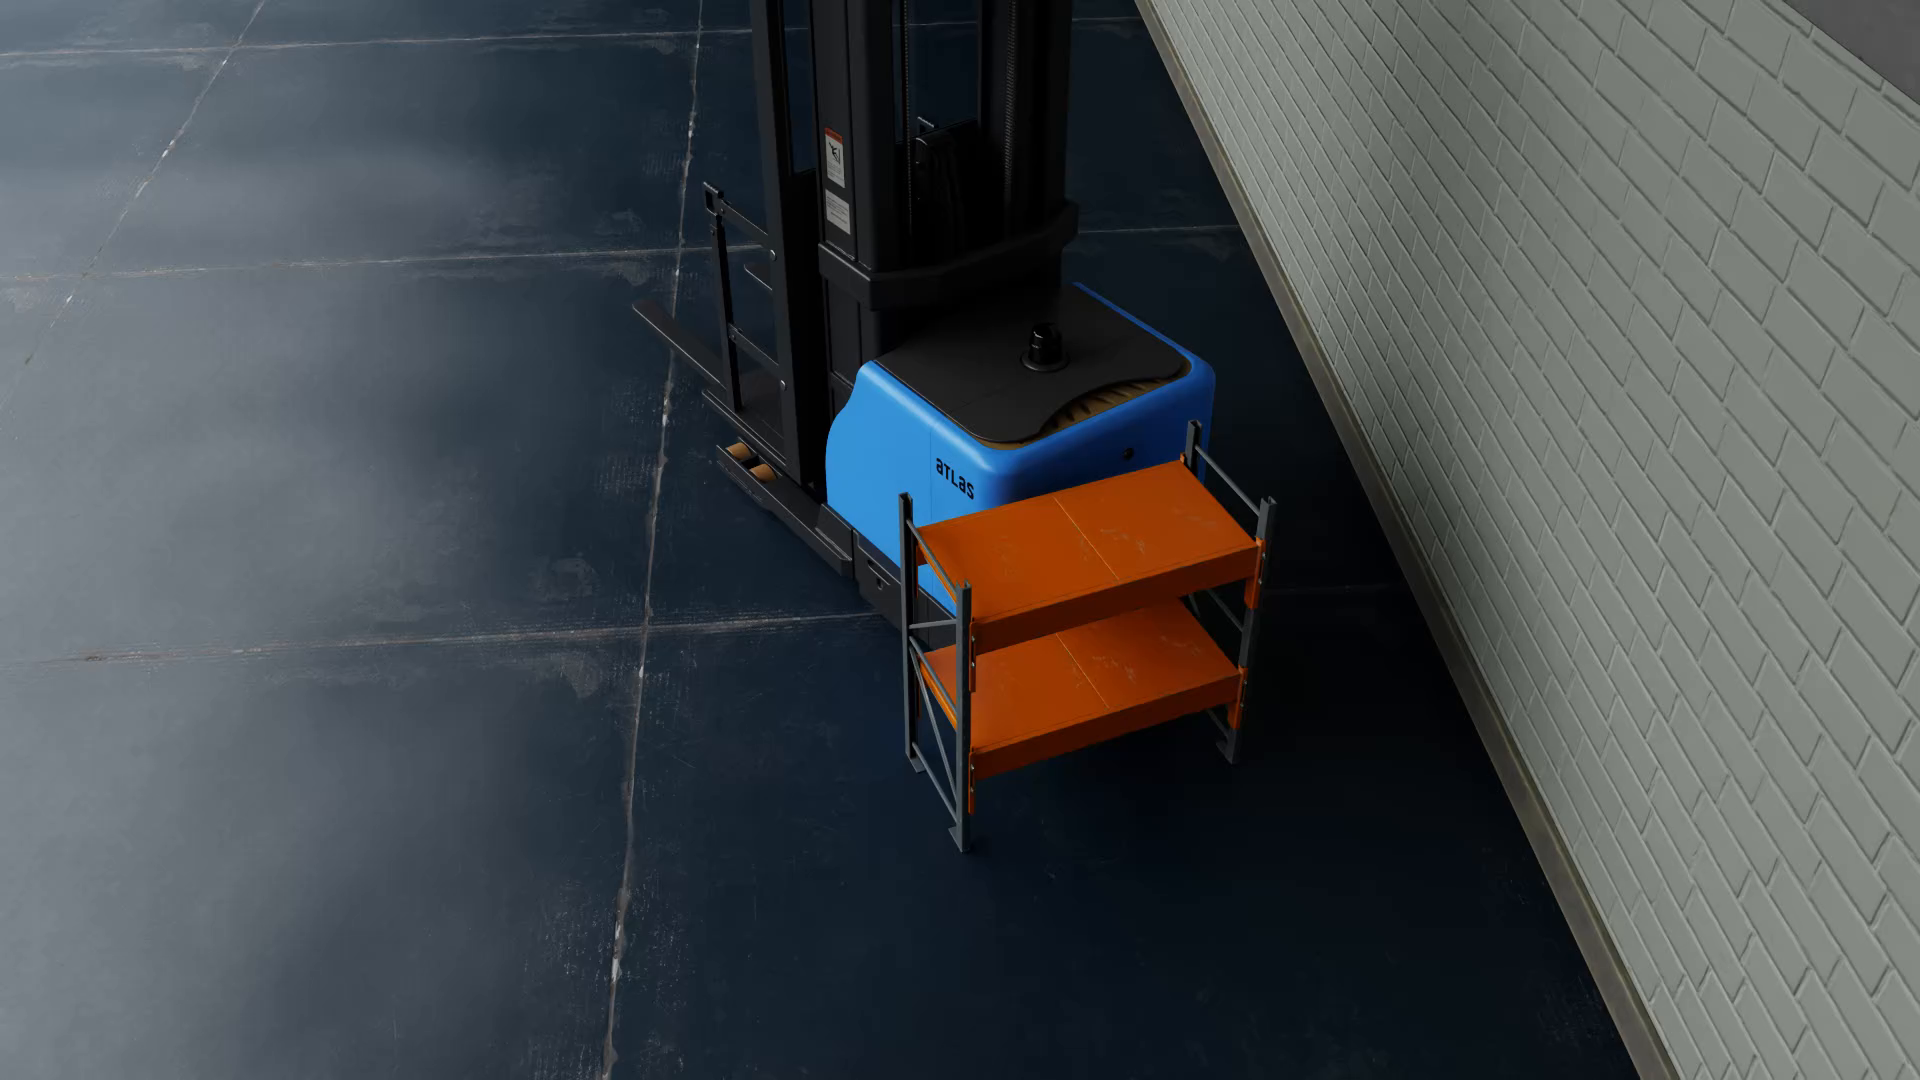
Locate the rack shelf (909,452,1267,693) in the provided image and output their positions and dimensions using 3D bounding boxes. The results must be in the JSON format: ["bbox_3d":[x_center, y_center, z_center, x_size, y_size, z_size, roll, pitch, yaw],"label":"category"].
[{"bbox_3d":[0.389,0.085,5.261,1.000,0.278,0.538,-15,41,-18],"label":"rack shelf"}]

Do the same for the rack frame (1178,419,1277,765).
[{"bbox_3d":[0.857,0.191,5.600,0.032,1.125,0.500,-15,41,-18],"label":"rack frame"}]

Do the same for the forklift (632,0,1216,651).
[{"bbox_3d":[-0.371,-1.460,6.235,1.130,2.935,3.031,-25,45,-28],"label":"forklift"}]

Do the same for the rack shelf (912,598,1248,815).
[{"bbox_3d":[0.389,0.507,5.594,1.000,0.278,0.538,-15,41,-18],"label":"rack shelf"}]

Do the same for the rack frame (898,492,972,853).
[{"bbox_3d":[-0.078,0.439,5.286,0.032,1.125,0.500,-15,41,-18],"label":"rack frame"}]

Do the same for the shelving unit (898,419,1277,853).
[{"bbox_3d":[0.389,0.315,5.443,1.048,1.125,0.538,-15,41,-18],"label":"shelving unit"}]
